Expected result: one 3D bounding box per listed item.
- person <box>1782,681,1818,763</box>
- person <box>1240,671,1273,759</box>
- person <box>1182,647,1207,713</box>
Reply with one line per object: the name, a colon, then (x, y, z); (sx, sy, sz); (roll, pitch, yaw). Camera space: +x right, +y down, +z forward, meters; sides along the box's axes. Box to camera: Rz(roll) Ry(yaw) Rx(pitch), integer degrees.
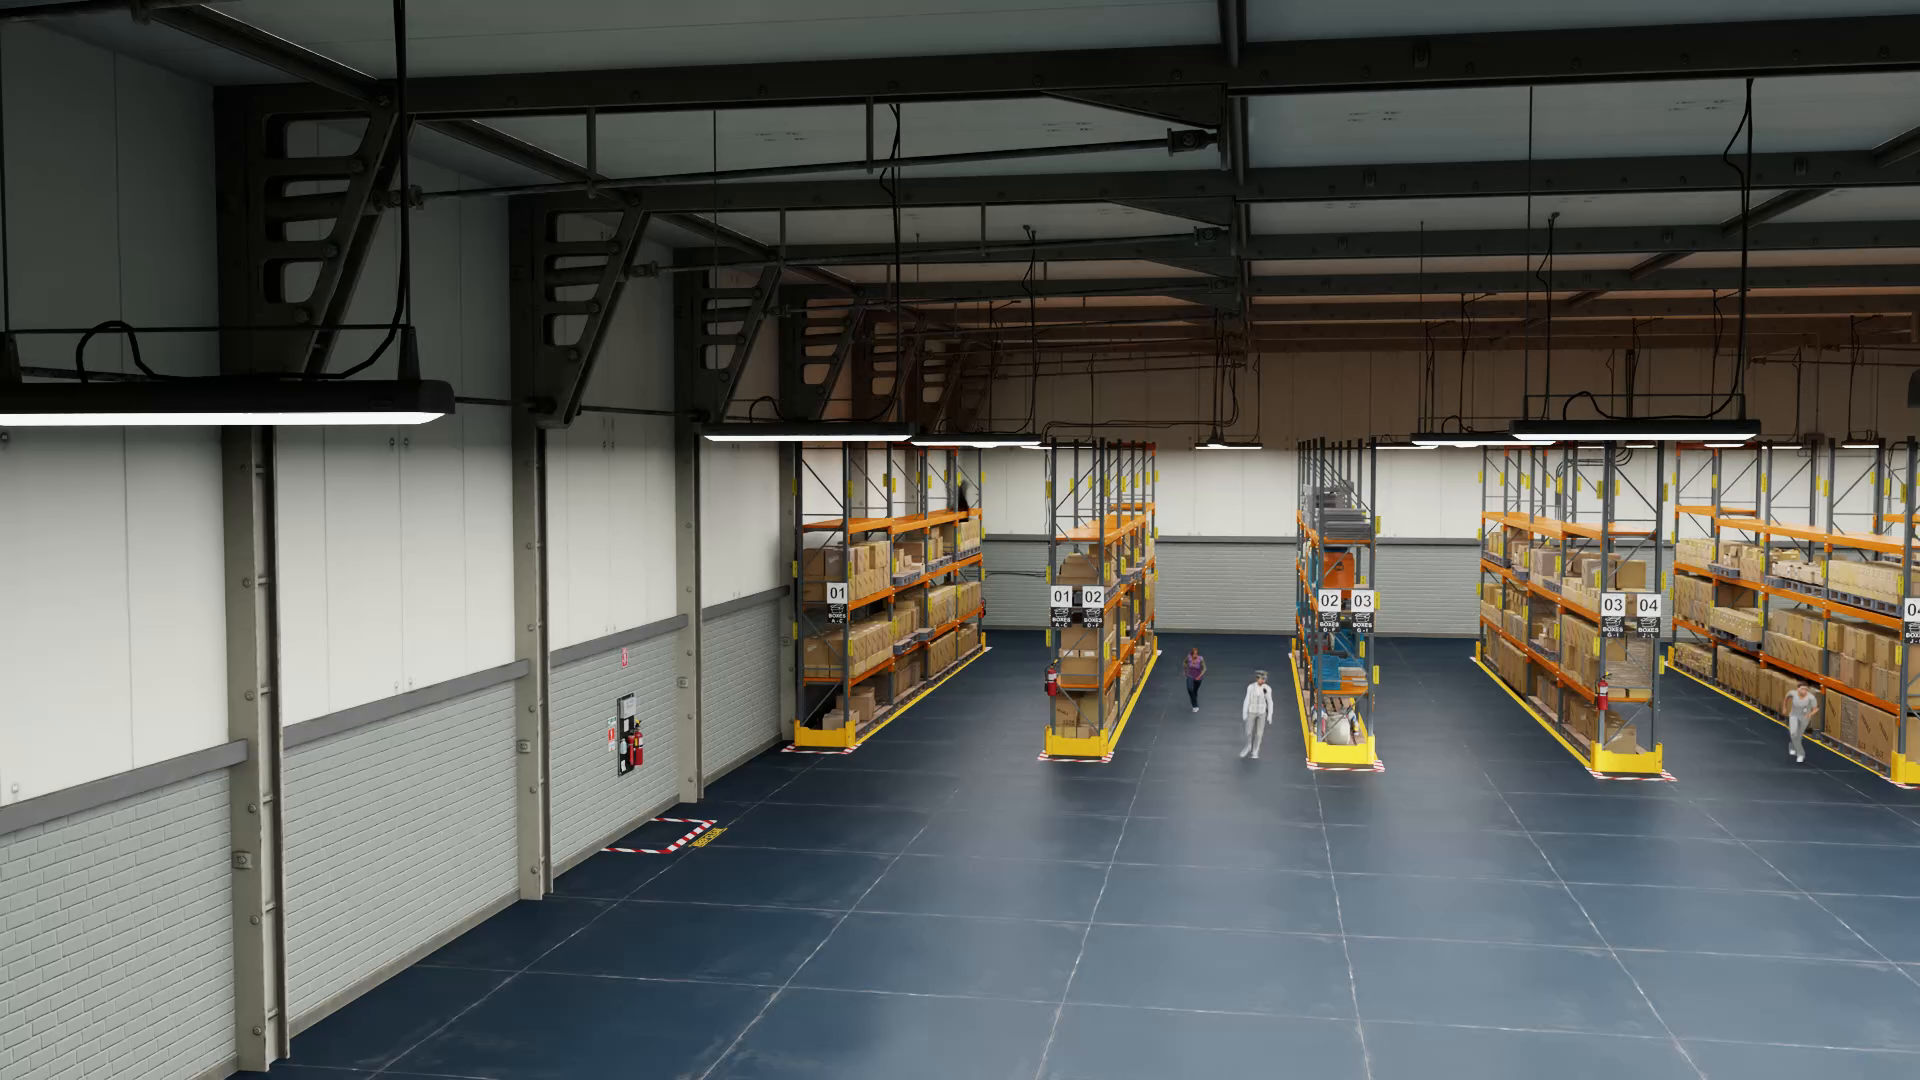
person: (15.574, 3.315, 30.850); (0.573, 1.511, 1.028); (1, 3, 23)
person: (5.509, 3.238, 30.905); (0.597, 1.646, 0.406); (0, 3, 6)
person: (5.190, 3.053, 36.731); (0.547, 1.435, 0.973); (1, 3, 12)
